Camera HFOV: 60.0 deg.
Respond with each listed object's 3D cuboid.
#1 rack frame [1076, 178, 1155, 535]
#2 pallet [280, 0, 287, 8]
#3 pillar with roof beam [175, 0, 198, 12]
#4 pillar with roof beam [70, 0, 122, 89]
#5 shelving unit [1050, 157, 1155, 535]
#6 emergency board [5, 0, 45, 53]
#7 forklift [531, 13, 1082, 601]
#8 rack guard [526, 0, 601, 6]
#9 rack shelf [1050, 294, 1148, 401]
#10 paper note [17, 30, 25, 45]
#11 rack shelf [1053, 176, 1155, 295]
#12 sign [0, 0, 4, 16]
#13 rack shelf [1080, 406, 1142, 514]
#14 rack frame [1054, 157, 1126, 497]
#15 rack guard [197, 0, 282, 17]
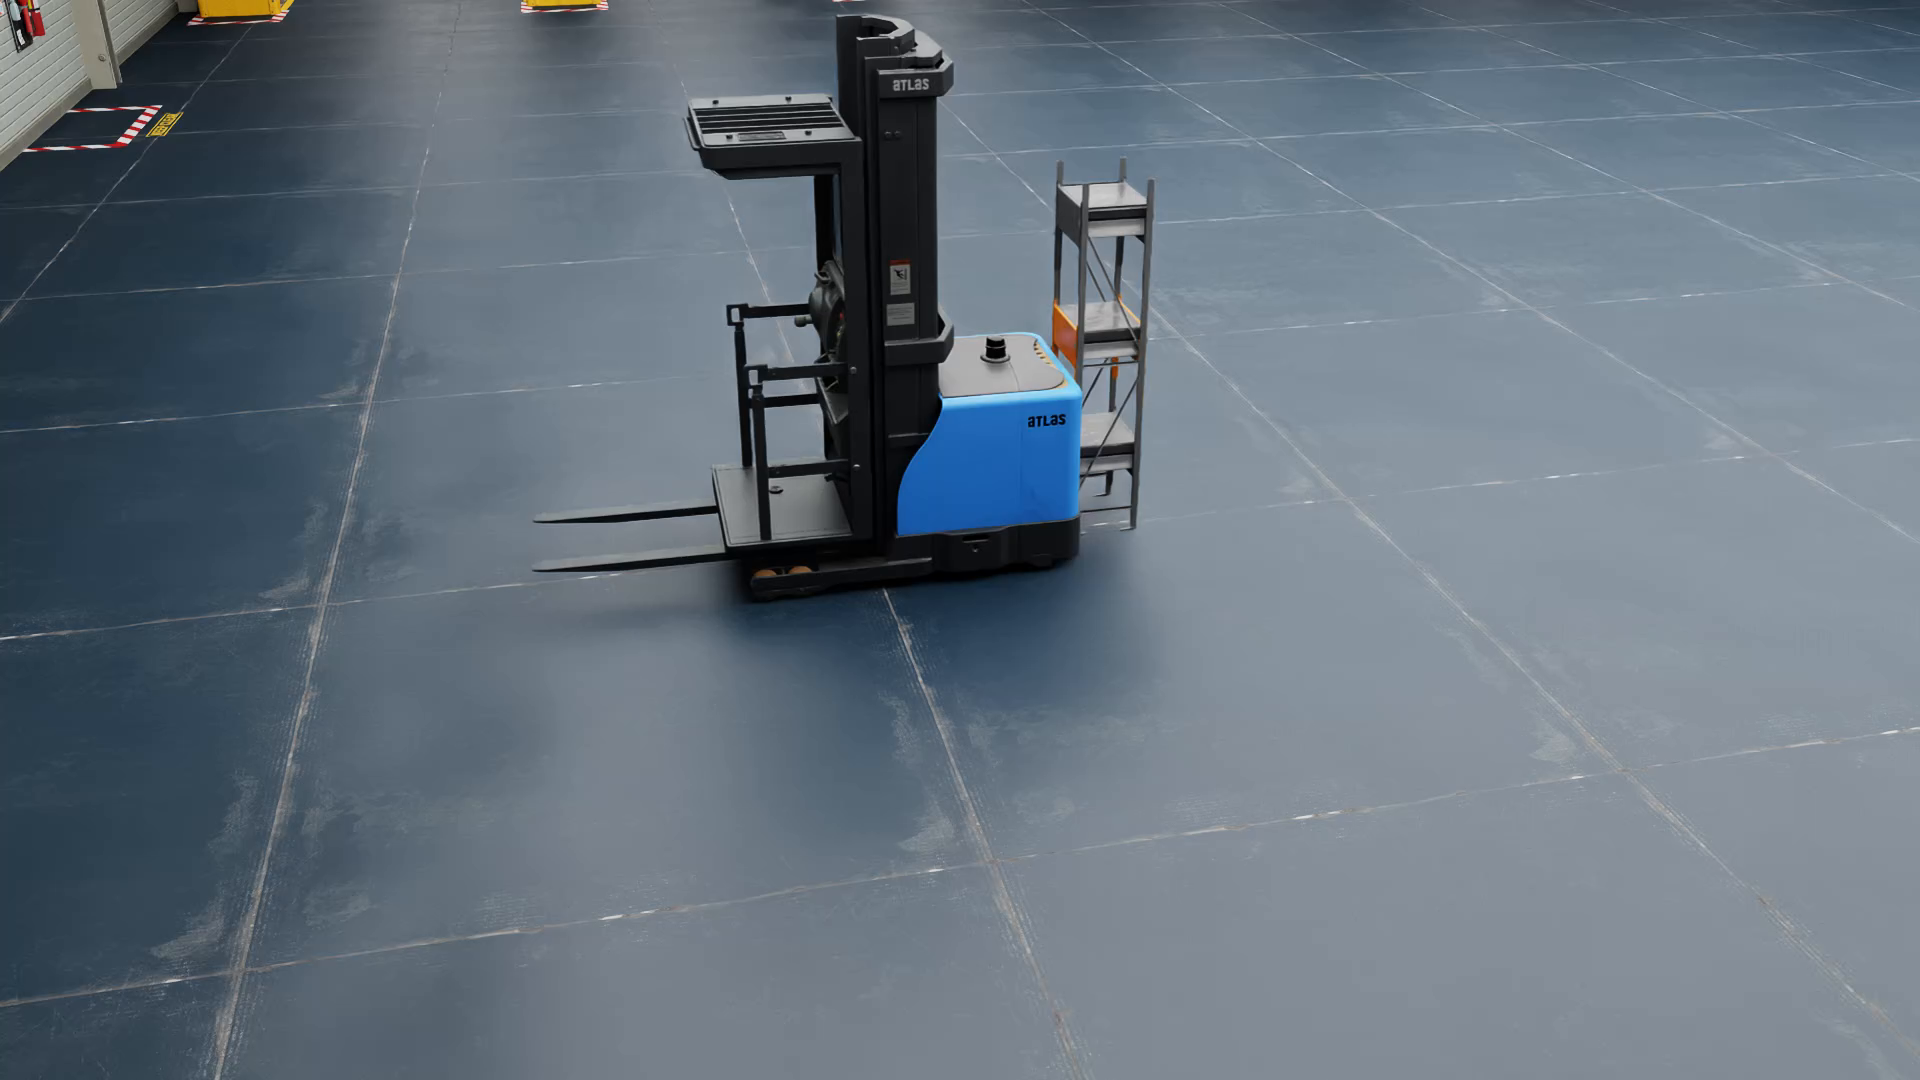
[{"bbox_3d":[0.850,-0.984,9.369,0.400,2.100,0.015,-6,27,-12],"label":"rack frame"},{"bbox_3d":[-11.433,-8.711,26.774,1.003,0.211,1.213,-6,27,-12],"label":"pallet"},{"bbox_3d":[-8.073,-12.897,25.315,9.100,9.000,0.400,-6,27,-12],"label":"pillar with roof beam"},{"bbox_3d":[-6.721,-10.263,20.096,9.100,9.000,0.400,-6,27,-12],"label":"pillar with roof beam"},{"bbox_3d":[0.795,-1.091,9.581,0.431,2.100,0.503,-6,27,-12],"label":"shelving unit"},{"bbox_3d":[-10.396,-6.059,18.425,0.194,1.169,0.643,-6,27,-12],"label":"emergency board"},{"bbox_3d":[-0.892,-1.237,8.949,3.031,2.935,1.130,-6,27,-11],"label":"forklift"},{"bbox_3d":[-6.436,-8.940,26.908,1.175,0.500,0.348,-6,27,-12],"label":"rack guard"},{"bbox_3d":[0.795,-1.079,9.587,0.431,0.518,0.480,-6,27,-12],"label":"rack shelf"},{"bbox_3d":[-10.423,-5.581,18.455,0.016,0.148,0.142,-6,27,-12],"label":"paper note"},{"bbox_3d":[0.795,-1.704,9.272,0.431,0.518,0.480,-6,27,-12],"label":"rack shelf"},{"bbox_3d":[-10.372,-5.821,17.915,0.001,0.329,0.234,-6,27,-12],"label":"sign"},{"bbox_3d":[0.795,-0.454,9.903,0.431,0.518,0.480,-6,27,-12],"label":"rack shelf"},{"bbox_3d":[0.740,-1.198,9.794,0.400,2.100,0.015,-6,27,-12],"label":"rack frame"},{"bbox_3d":[-11.284,-8.479,25.995,1.175,0.500,0.348,-6,27,-12],"label":"rack guard"}]
